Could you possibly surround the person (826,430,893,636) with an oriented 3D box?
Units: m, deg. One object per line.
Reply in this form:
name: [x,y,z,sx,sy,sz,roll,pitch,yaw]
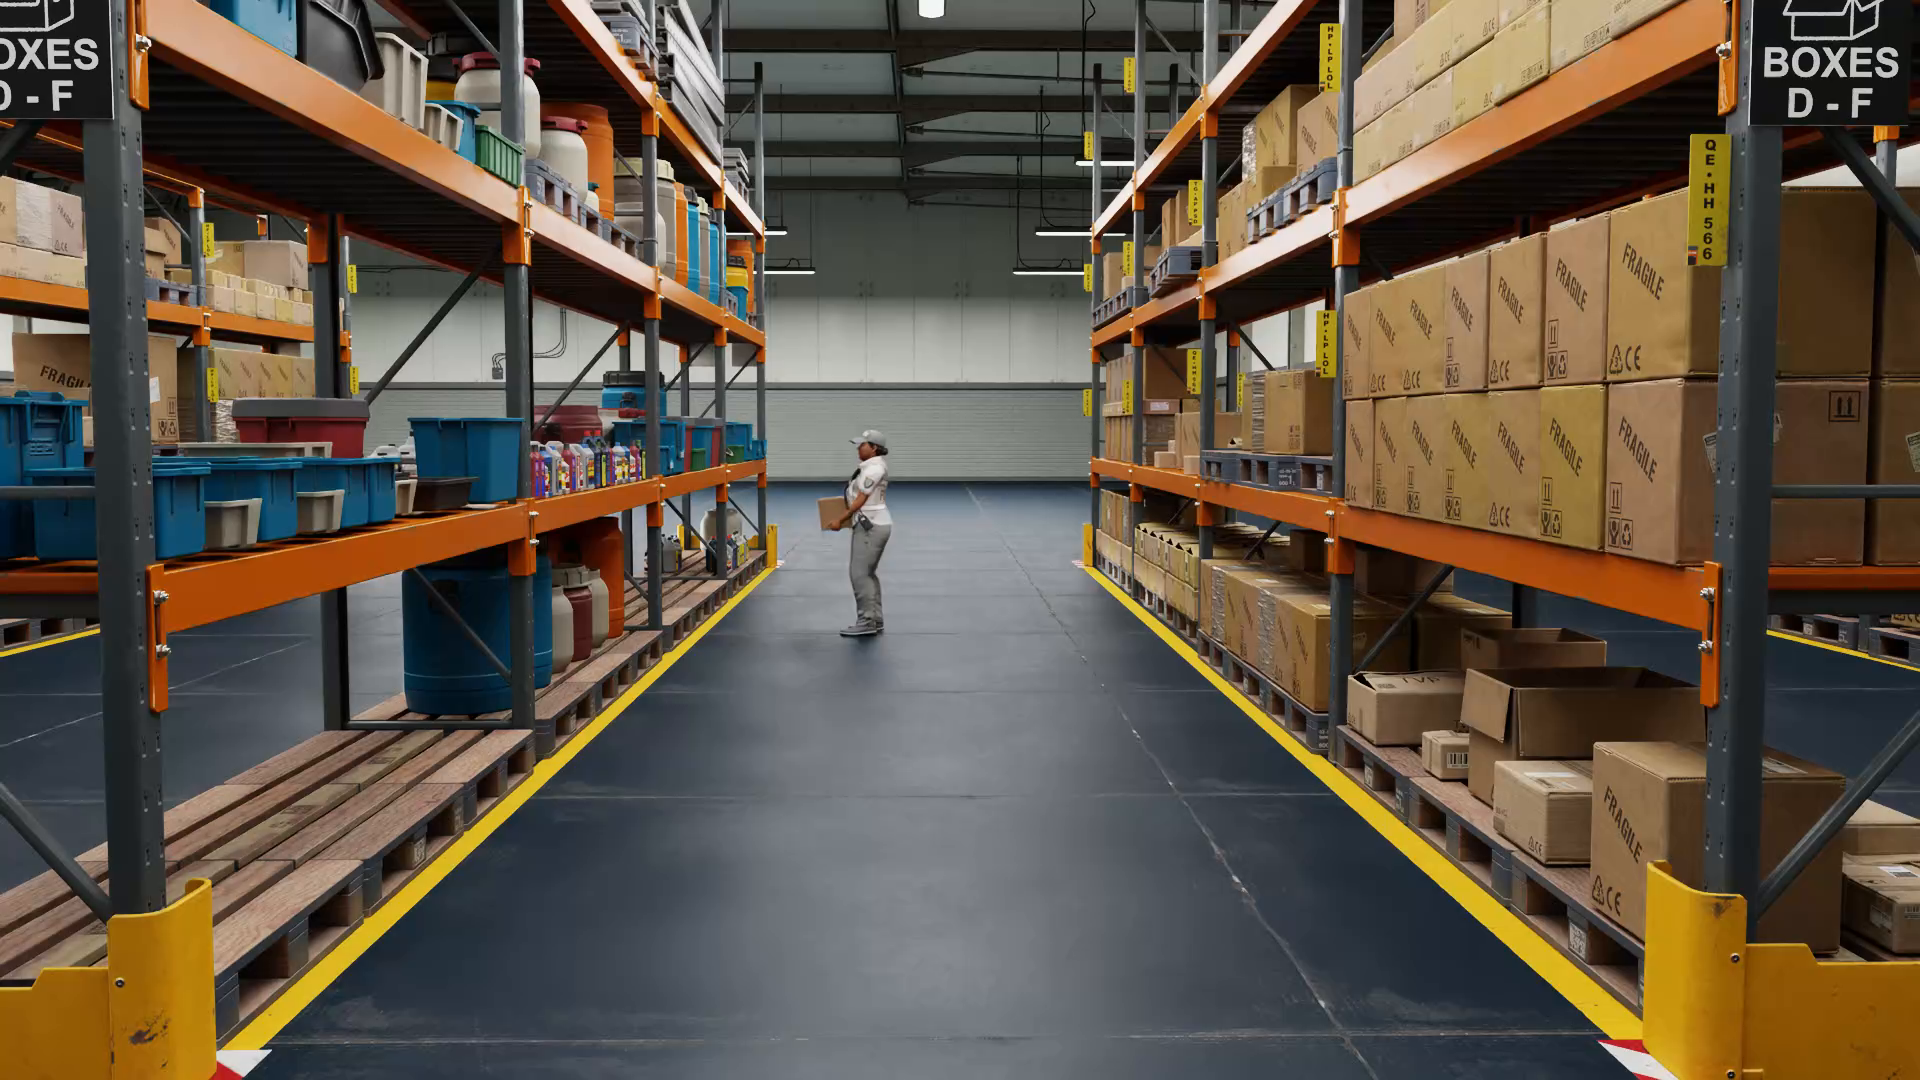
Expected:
person: [-0.809,-0.063,13.482,0.537,1.662,0.453,0,4,-1]
